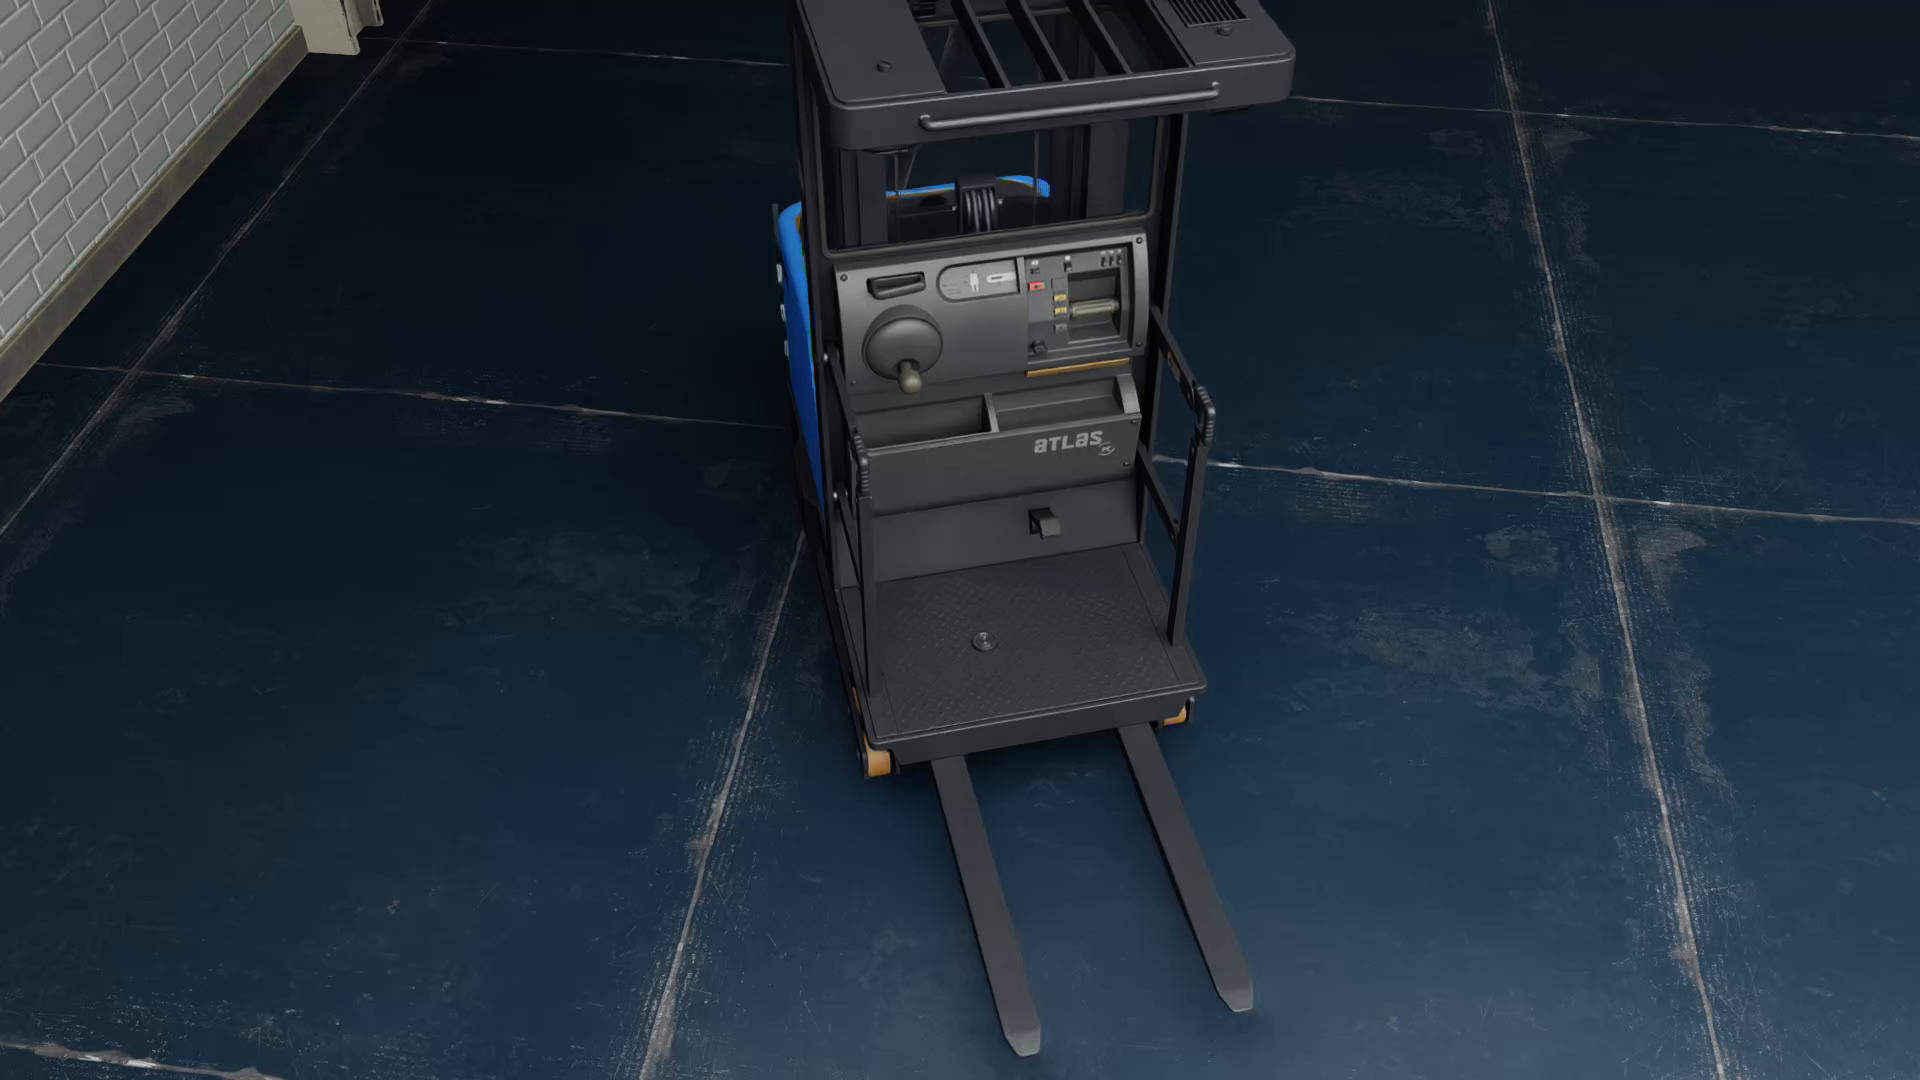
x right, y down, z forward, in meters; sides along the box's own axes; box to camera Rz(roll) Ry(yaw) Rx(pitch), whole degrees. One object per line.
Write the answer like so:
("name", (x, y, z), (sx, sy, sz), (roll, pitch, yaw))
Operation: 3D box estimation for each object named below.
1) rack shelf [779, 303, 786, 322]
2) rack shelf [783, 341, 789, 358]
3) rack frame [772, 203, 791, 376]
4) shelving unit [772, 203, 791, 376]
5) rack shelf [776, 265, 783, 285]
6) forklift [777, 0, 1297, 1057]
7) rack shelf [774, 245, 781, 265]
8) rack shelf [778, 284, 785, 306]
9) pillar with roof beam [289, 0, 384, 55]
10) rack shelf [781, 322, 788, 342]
("rack shelf", (-0.565, -0.864, 6.552), (0.258, 0.077, 0.200), (-10, 43, -11))
("rack shelf", (-0.564, -0.730, 6.673), (0.258, 0.077, 0.200), (-10, 43, -11))
("rack frame", (-0.591, -0.954, 6.603), (0.240, 0.900, 0.006), (-10, 43, -11))
("shelving unit", (-0.566, -0.888, 6.530), (0.258, 0.900, 0.210), (-10, 43, -11))
("rack shelf", (-0.566, -0.997, 6.432), (0.258, 0.077, 0.200), (-10, 43, -11))
("forklift", (0.152, -0.581, 4.732), (1.130, 2.935, 3.031), (-9, 44, -9))
("rack shelf", (-0.567, -1.064, 6.371), (0.258, 0.077, 0.200), (-10, 43, -11))
("rack shelf", (-0.566, -0.930, 6.492), (0.258, 0.077, 0.200), (-10, 43, -11))
("pillar with roof beam", (0.863, -5.659, 5.682), (9.100, 9.000, 0.400), (5, 44, 6))
("rack shelf", (-0.565, -0.797, 6.613), (0.258, 0.077, 0.200), (-10, 43, -11))
